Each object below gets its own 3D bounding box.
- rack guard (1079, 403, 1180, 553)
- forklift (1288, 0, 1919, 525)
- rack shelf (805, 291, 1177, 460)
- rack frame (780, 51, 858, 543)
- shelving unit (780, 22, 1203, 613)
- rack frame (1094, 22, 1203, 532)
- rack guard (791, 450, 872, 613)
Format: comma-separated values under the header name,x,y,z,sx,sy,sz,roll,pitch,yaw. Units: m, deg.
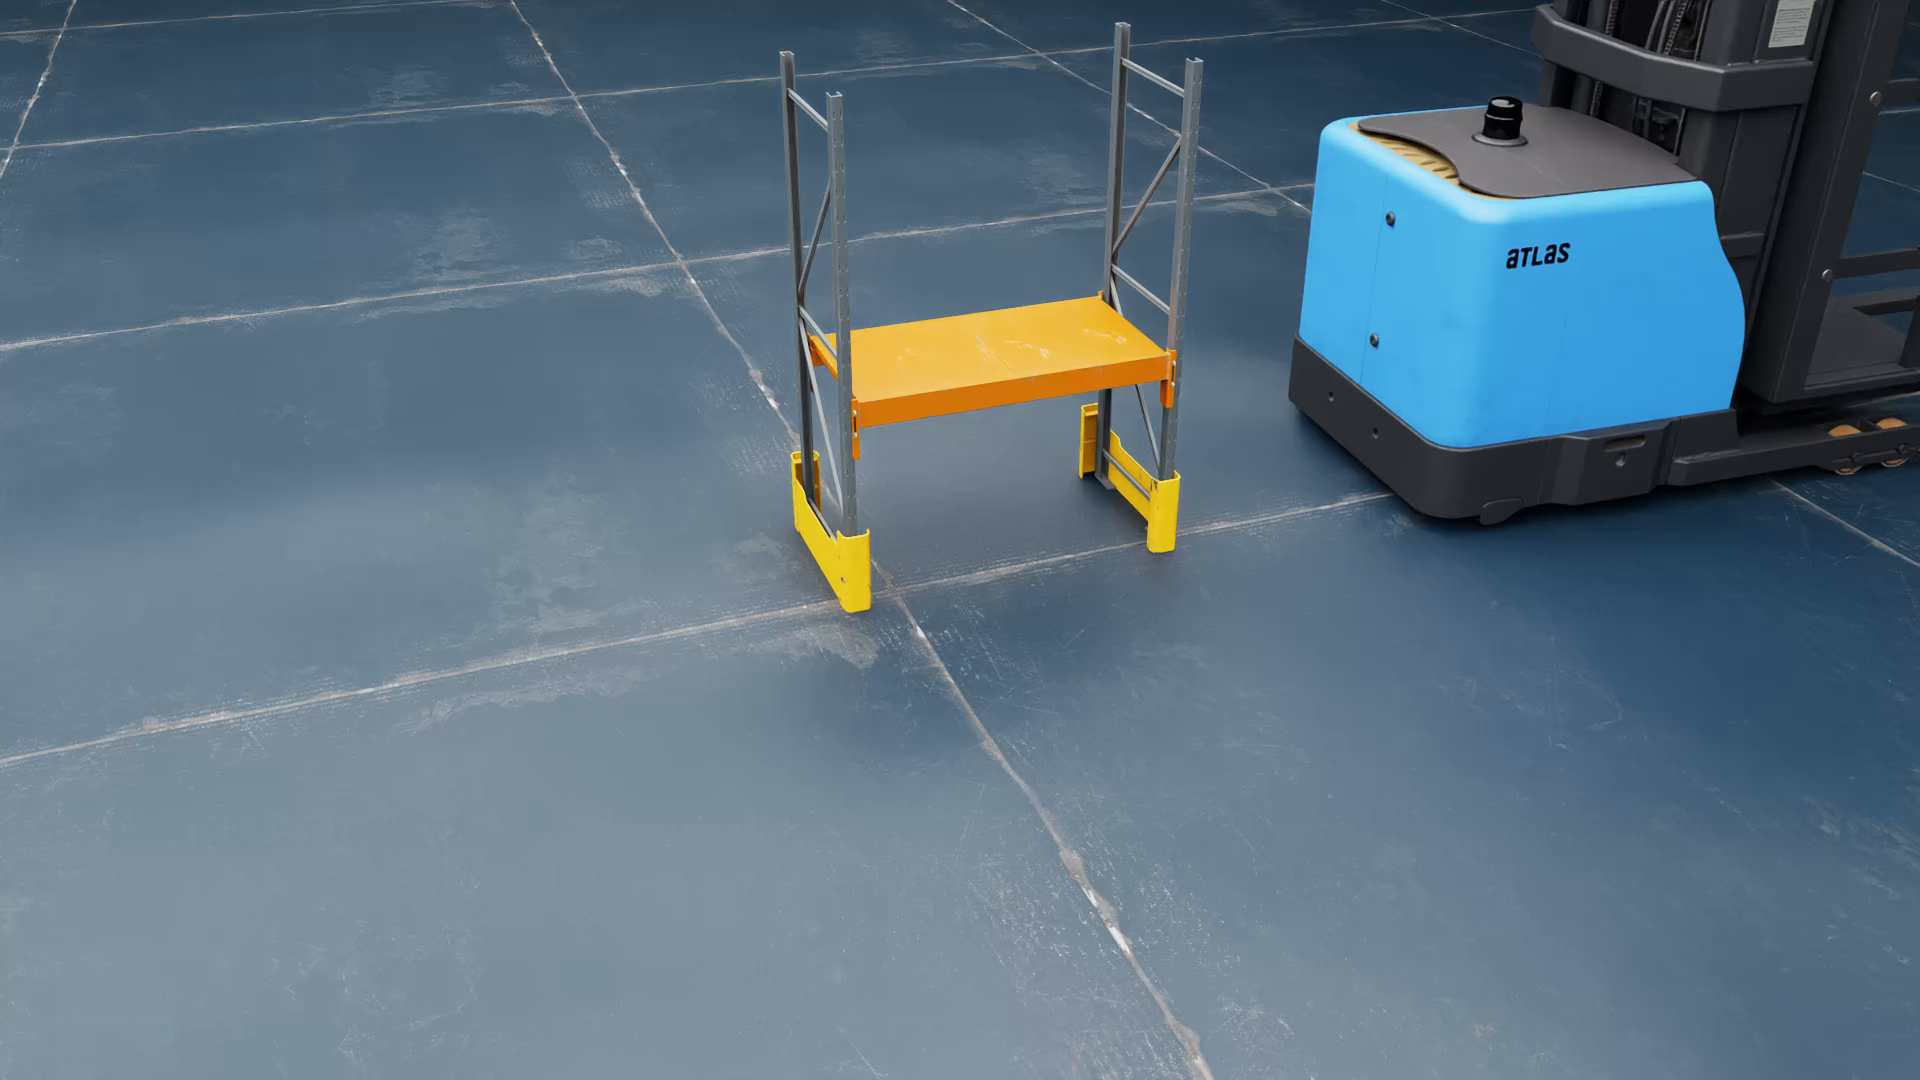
name,x,y,z,sx,sy,sz,roll,pitch,yaw
rack guard,0.538,-0.208,5.362,0.087,0.250,0.587,-10,31,-18
forklift,2.762,-1.734,5.332,3.031,2.935,1.130,-9,31,-15
rack shelf,0.080,-0.510,4.994,1.000,0.185,0.538,-10,31,-18
rack frame,-0.396,-0.579,4.751,0.032,1.500,0.500,-10,31,-18
shelving unit,0.071,-0.665,4.902,1.083,1.500,0.587,-10,31,-18
rack frame,0.556,-0.754,5.059,0.032,1.500,0.500,-10,31,-18
rack guard,-0.395,-0.036,5.060,0.087,0.250,0.587,-10,31,-18
